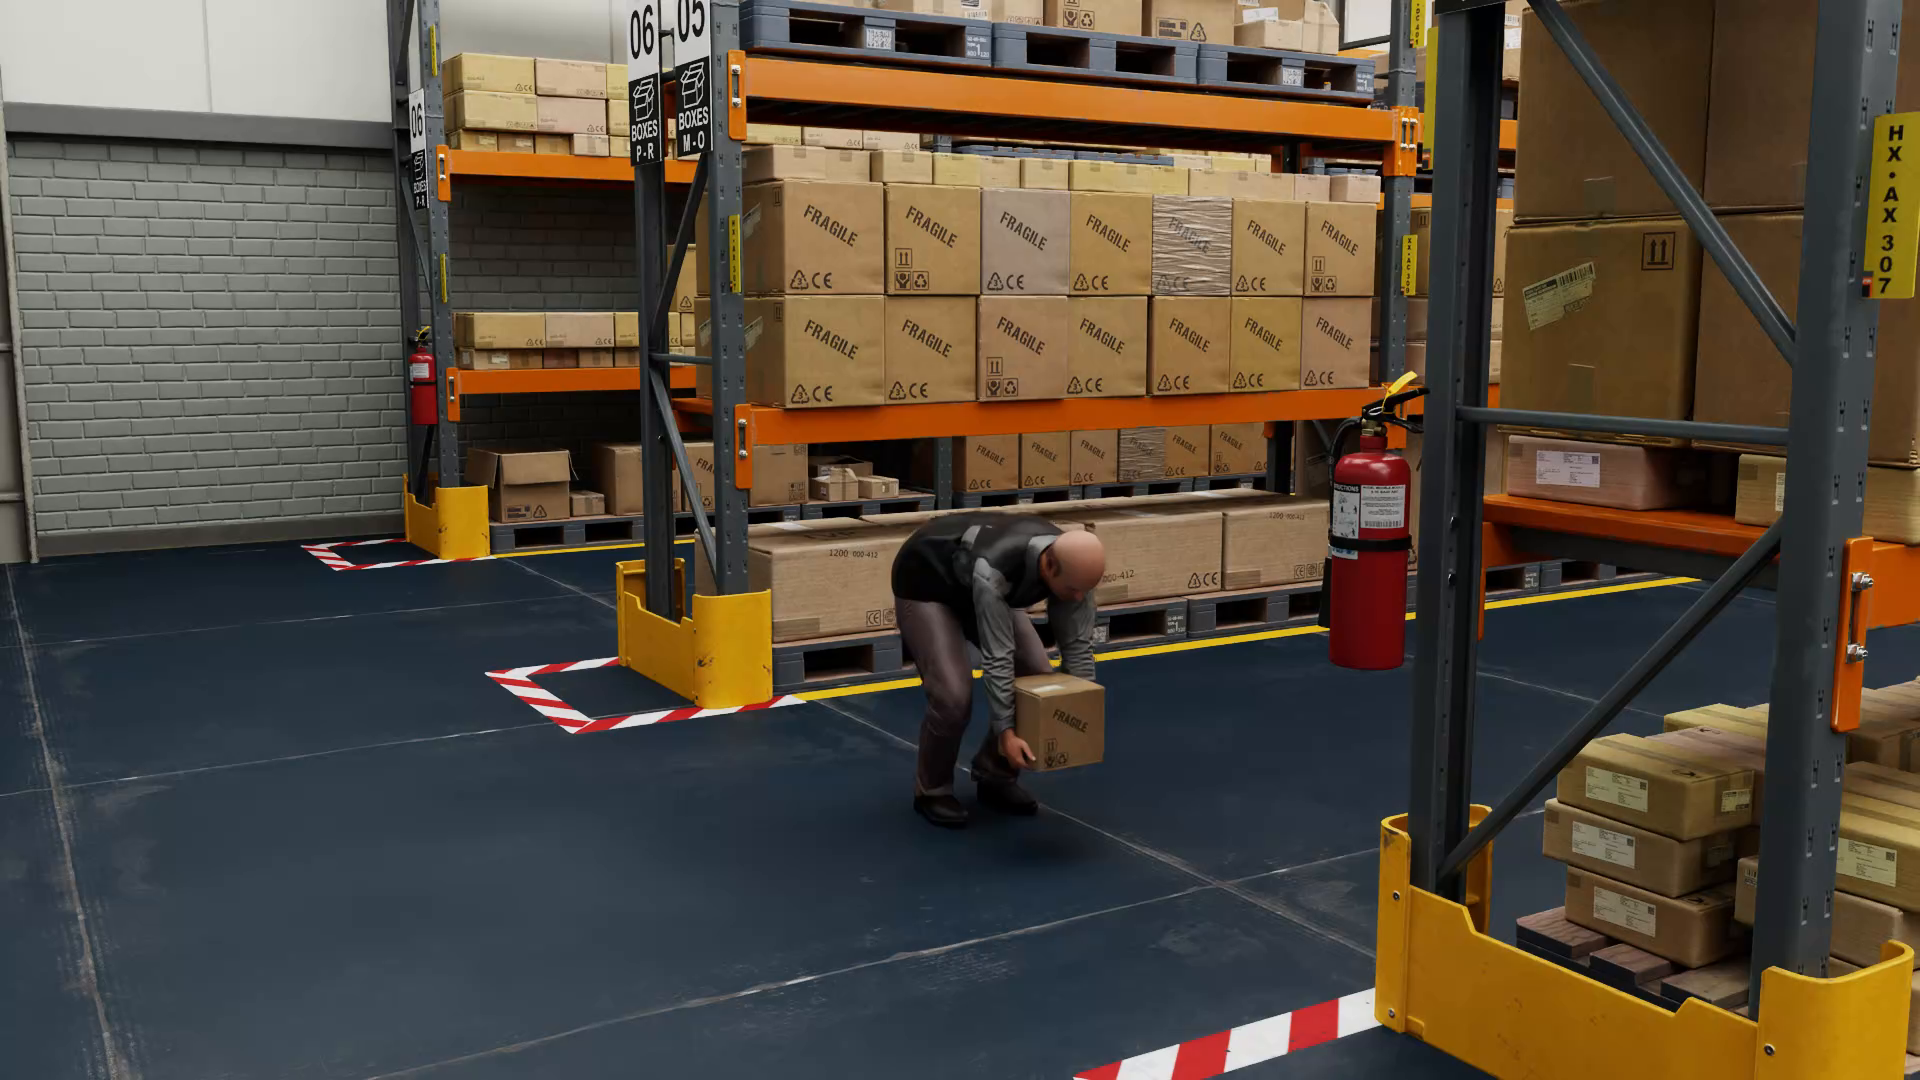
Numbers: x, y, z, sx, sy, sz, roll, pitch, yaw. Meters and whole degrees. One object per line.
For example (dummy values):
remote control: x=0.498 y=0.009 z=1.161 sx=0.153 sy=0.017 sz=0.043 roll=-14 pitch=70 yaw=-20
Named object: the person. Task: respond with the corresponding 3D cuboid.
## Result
person: x=0.148 y=0.417 z=5.608 sx=0.492 sy=1.123 sz=0.943 roll=-5 pitch=10 yaw=-33
